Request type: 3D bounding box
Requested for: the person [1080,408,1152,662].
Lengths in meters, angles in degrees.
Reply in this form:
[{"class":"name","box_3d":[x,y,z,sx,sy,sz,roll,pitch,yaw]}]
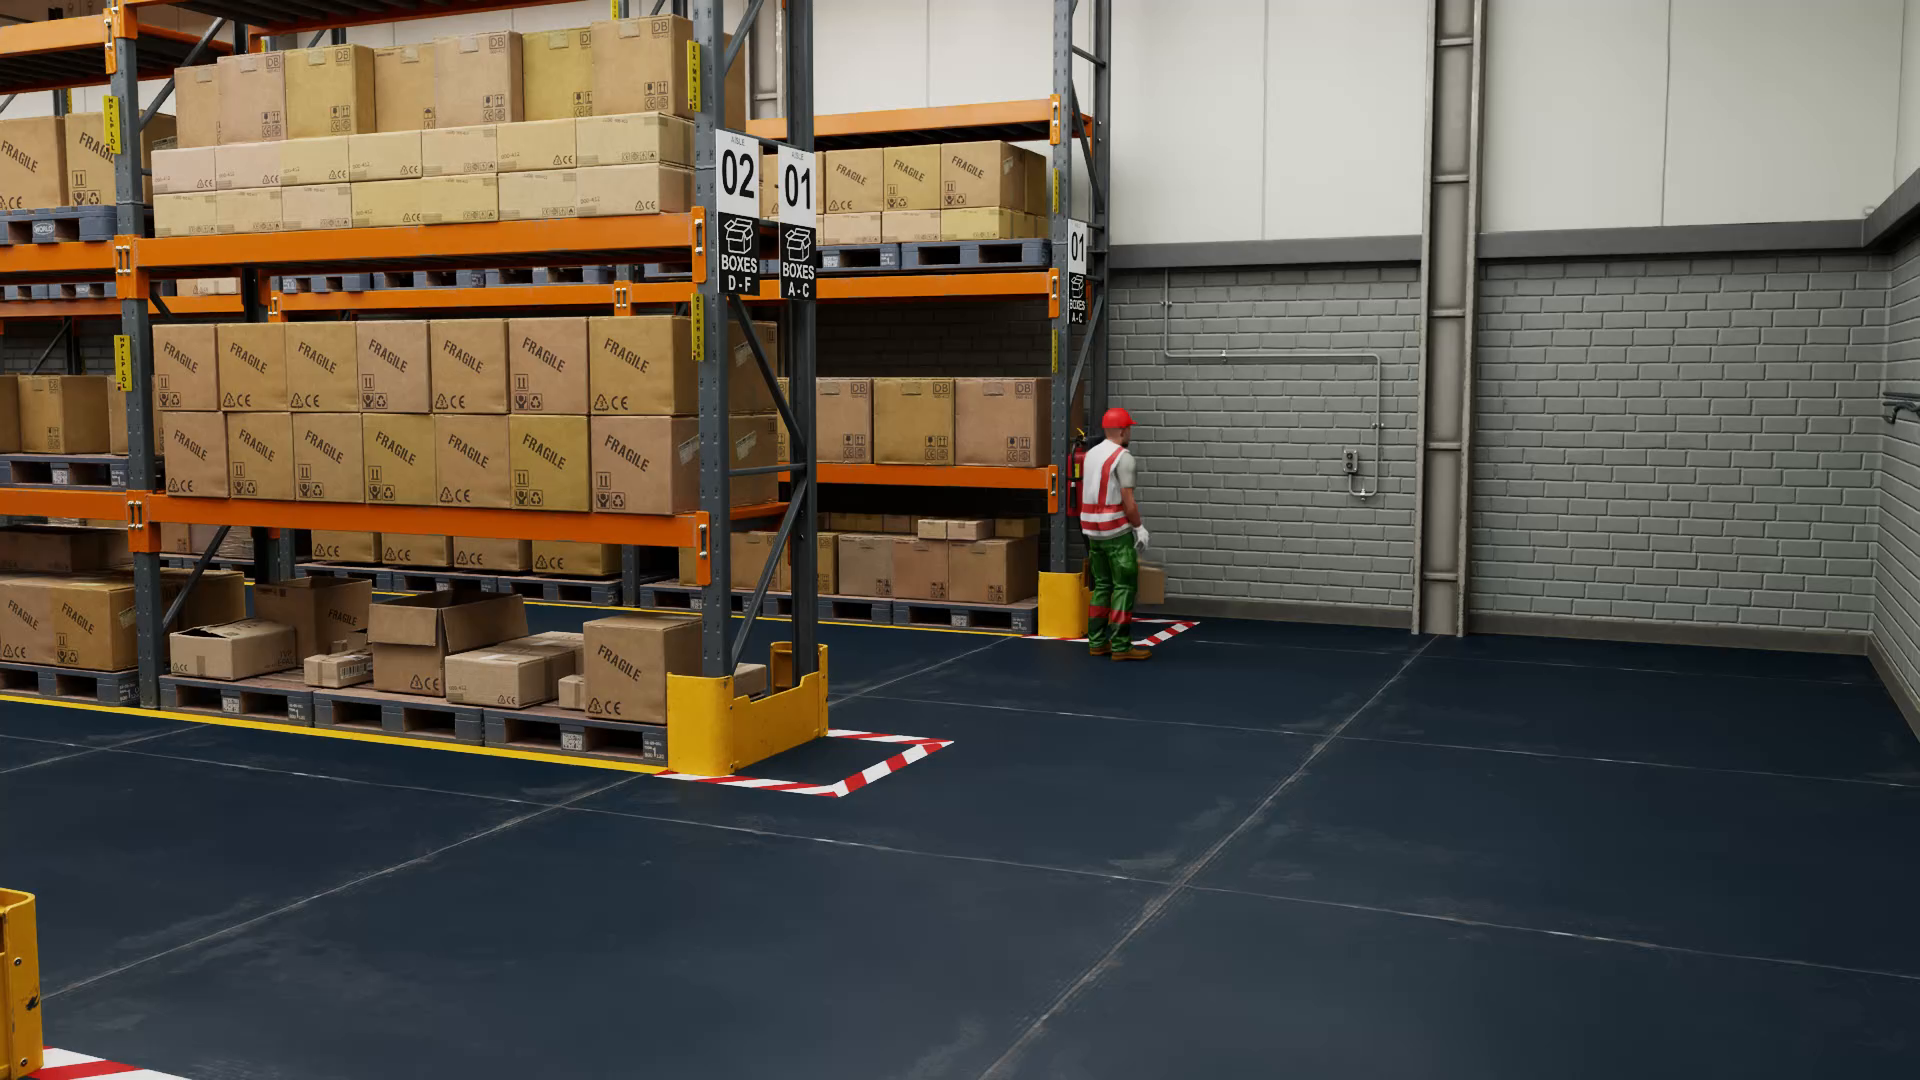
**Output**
[{"class":"person","box_3d":[1.089,-0.049,11.875,0.417,1.785,0.553,-3,6,-30]}]
